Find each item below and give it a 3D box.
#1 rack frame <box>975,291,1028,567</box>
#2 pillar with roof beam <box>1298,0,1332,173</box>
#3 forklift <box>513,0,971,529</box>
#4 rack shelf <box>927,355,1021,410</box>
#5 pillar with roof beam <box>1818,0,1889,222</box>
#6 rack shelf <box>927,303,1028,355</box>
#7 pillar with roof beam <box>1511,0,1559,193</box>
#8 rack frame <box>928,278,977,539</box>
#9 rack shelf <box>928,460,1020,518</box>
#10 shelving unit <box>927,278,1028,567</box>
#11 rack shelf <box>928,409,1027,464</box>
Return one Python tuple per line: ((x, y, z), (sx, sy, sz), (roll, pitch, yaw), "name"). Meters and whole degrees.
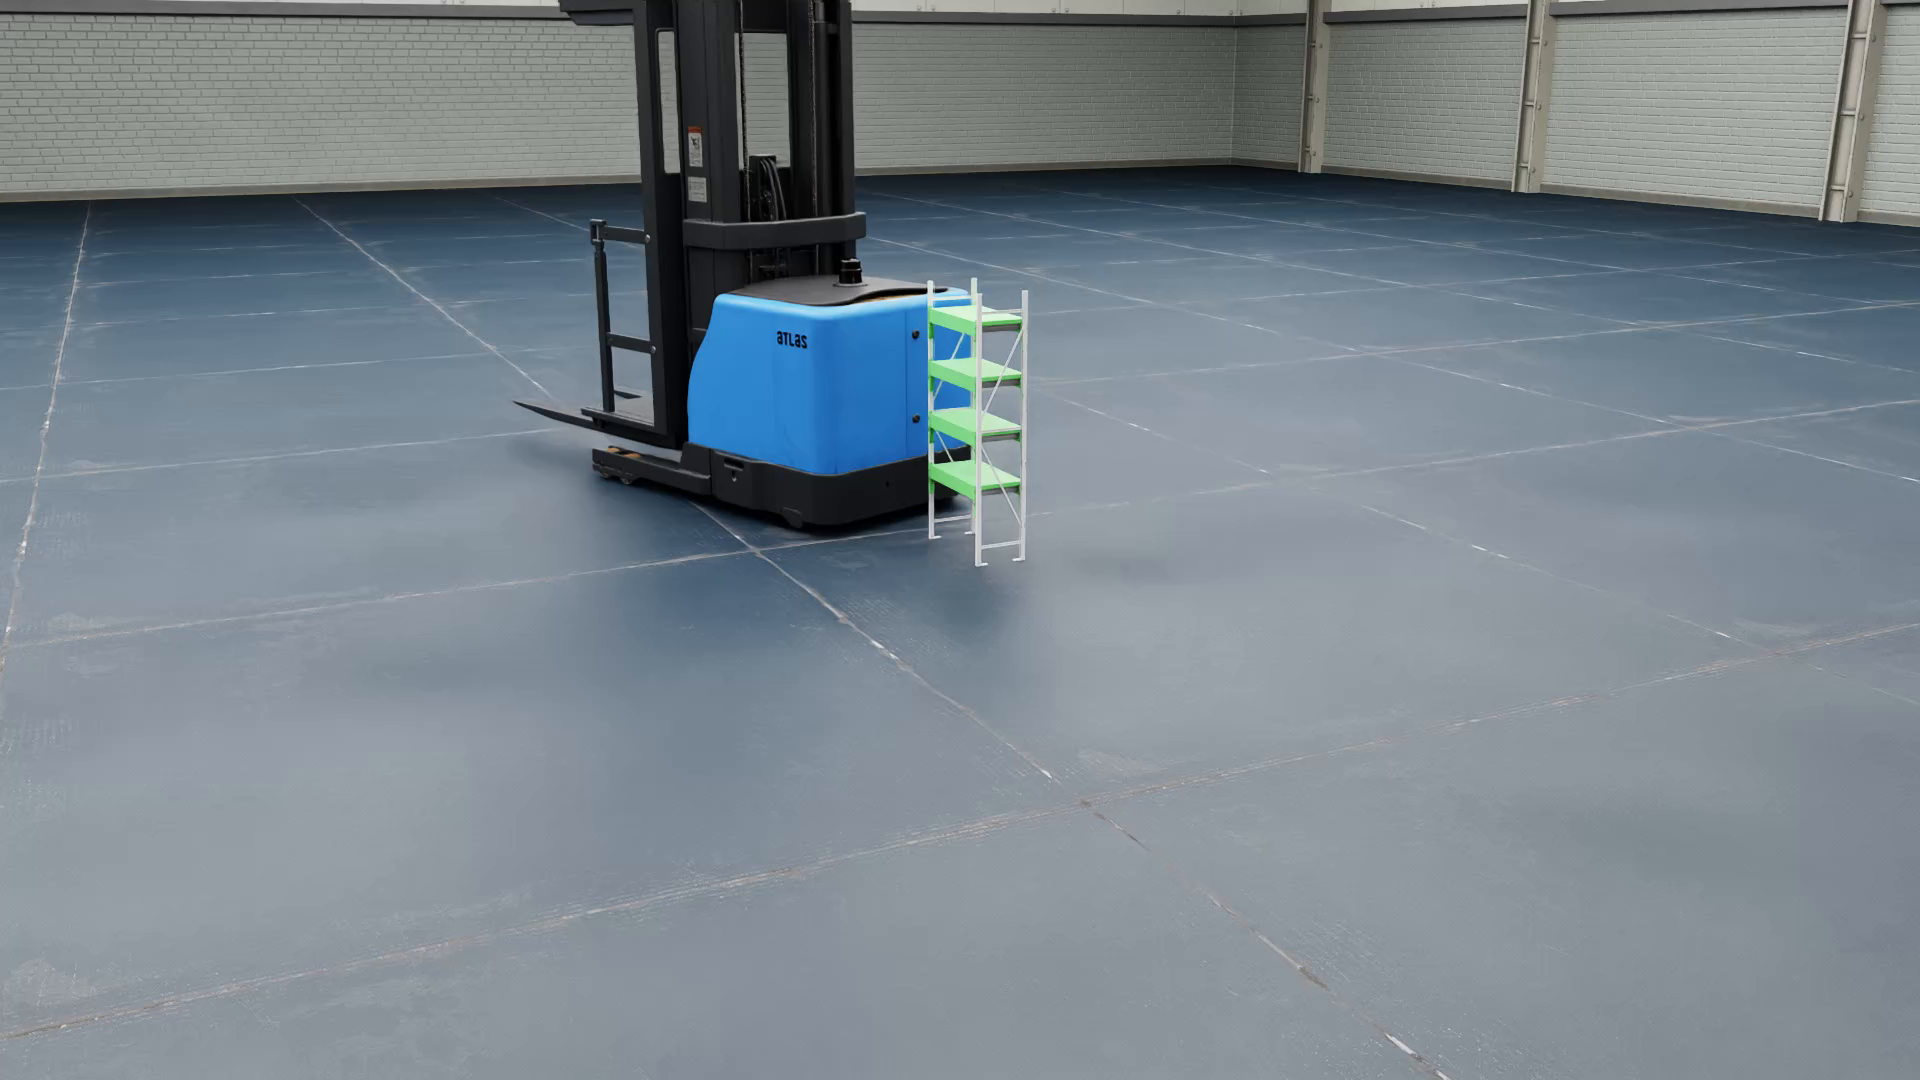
((0.179, -0.475, 7.231), (0.240, 1.200, 0.015), (-8, 18, -25), "rack frame")
((3.244, -11.281, 30.749), (9.100, 9.000, 0.400), (-8, 18, -25), "pillar with roof beam")
((-1.324, -1.790, 8.675), (3.031, 2.935, 1.130), (15, 22, 42), "forklift")
((0.073, -0.705, 7.394), (0.258, 0.148, 0.480), (-8, 18, -25), "rack shelf")
((8.501, -8.306, 20.380), (9.100, 9.000, 0.400), (-8, 18, -25), "pillar with roof beam")
((0.073, -0.936, 7.327), (0.258, 0.148, 0.480), (-8, 18, -25), "rack shelf")
((5.872, -9.794, 25.565), (9.100, 9.000, 0.400), (-8, 18, -25), "pillar with roof beam")
((-0.034, -0.596, 7.653), (0.240, 1.200, 0.015), (-8, 18, -25), "rack frame")
((0.073, -0.244, 7.526), (0.258, 0.148, 0.480), (-8, 18, -25), "rack shelf")
((0.073, -0.536, 7.442), (0.258, 1.200, 0.503), (-8, 18, -25), "shelving unit")
((0.073, -0.474, 7.460), (0.258, 0.148, 0.480), (-8, 18, -25), "rack shelf")
